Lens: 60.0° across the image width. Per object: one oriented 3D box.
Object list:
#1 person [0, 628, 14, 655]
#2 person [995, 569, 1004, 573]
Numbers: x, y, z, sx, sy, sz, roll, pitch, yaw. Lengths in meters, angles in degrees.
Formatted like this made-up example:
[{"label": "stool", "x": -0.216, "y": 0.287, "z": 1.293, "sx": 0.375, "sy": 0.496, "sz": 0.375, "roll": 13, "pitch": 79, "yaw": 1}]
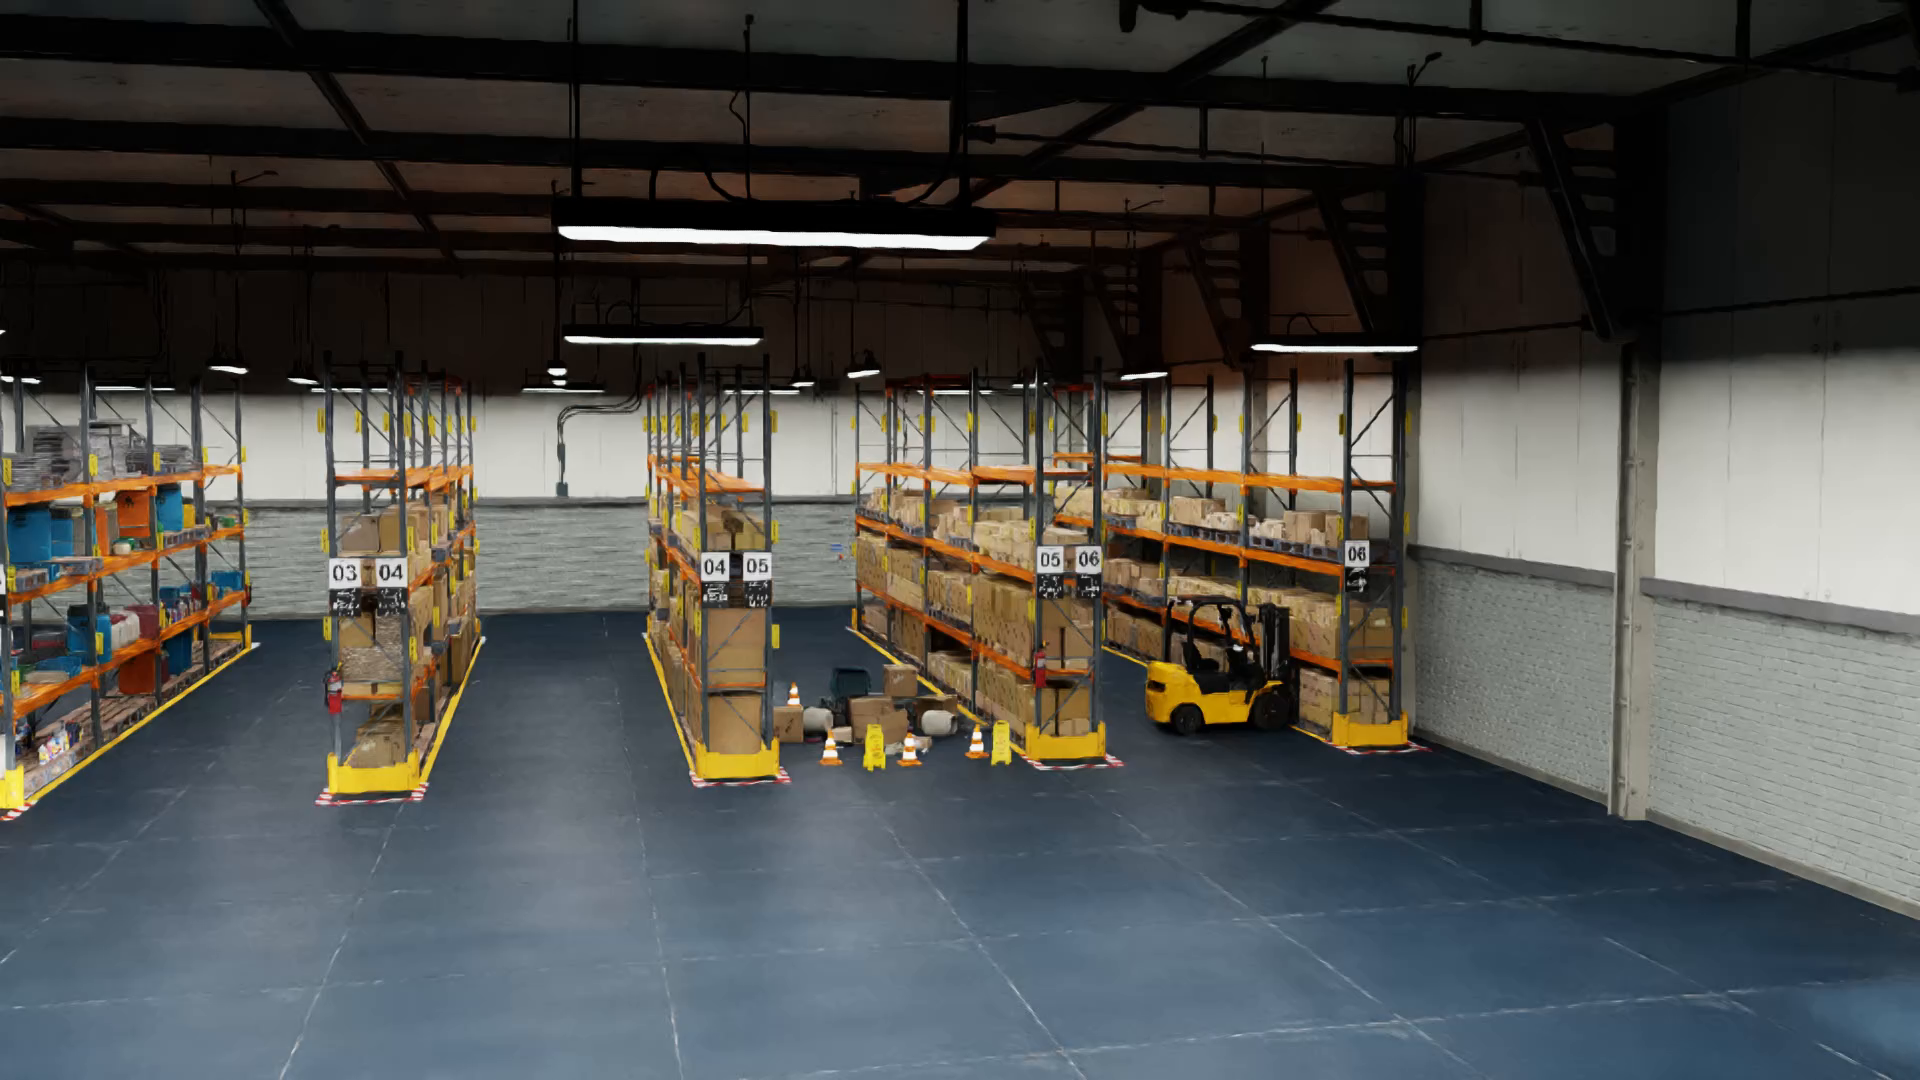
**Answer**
[{"label": "person", "x": -18.452, "y": 1.927, "z": 31.740, "sx": 0.598, "sy": 1.698, "sz": 1.194, "roll": -1, "pitch": 4, "yaw": -11}, {"label": "person", "x": 1.088, "y": 1.034, "z": 44.665, "sx": 0.570, "sy": 1.708, "sz": 1.041, "roll": 0, "pitch": 4, "yaw": -5}]
